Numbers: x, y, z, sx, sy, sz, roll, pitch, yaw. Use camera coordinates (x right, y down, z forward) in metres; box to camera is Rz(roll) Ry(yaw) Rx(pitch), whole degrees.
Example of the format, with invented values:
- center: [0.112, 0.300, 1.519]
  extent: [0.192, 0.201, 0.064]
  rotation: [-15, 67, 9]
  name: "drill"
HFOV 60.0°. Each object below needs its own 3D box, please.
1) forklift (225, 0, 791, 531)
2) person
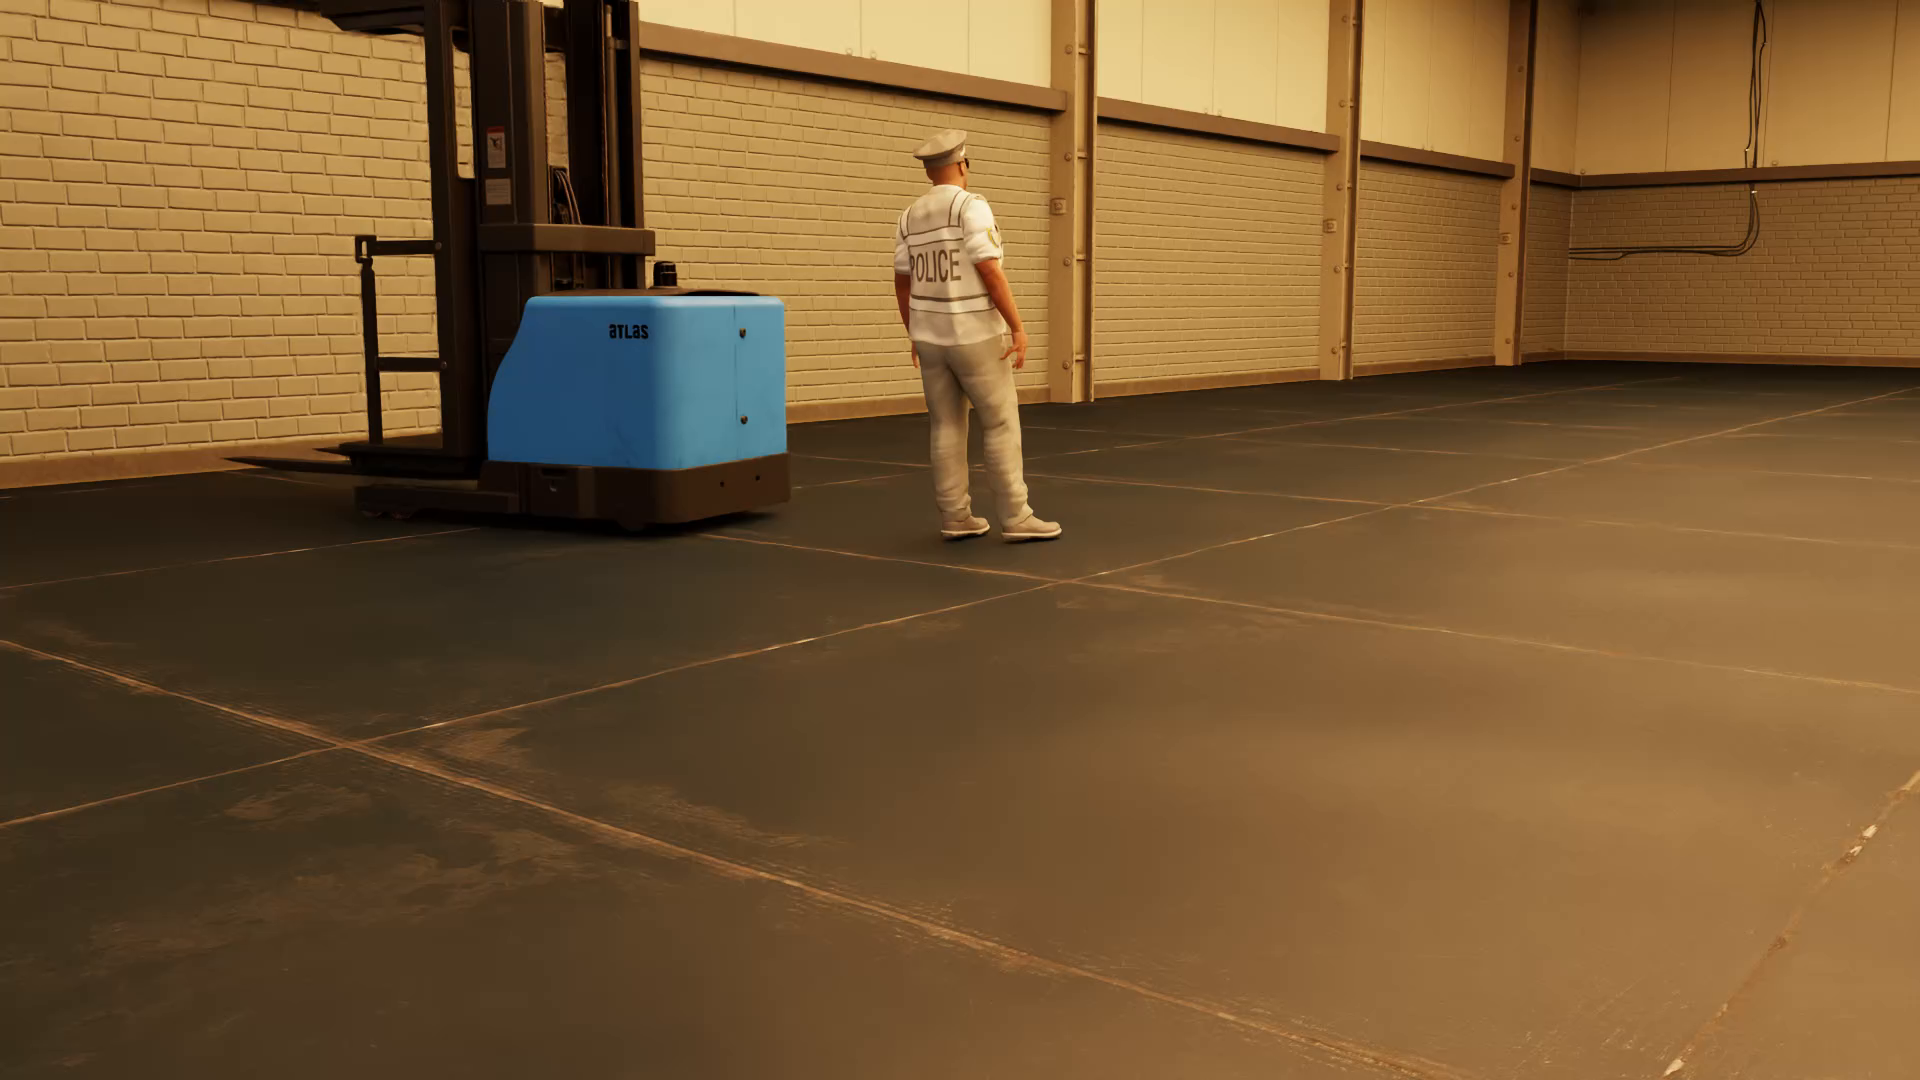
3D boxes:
- center: [-2.396, -1.610, 8.285]
  extent: [3.031, 2.935, 1.130]
  rotation: [4, 9, 26]
  name: "forklift"
- center: [0.058, -0.897, 7.327]
  extent: [0.640, 1.781, 0.575]
  rotation: [7, 11, 38]
  name: "person"
